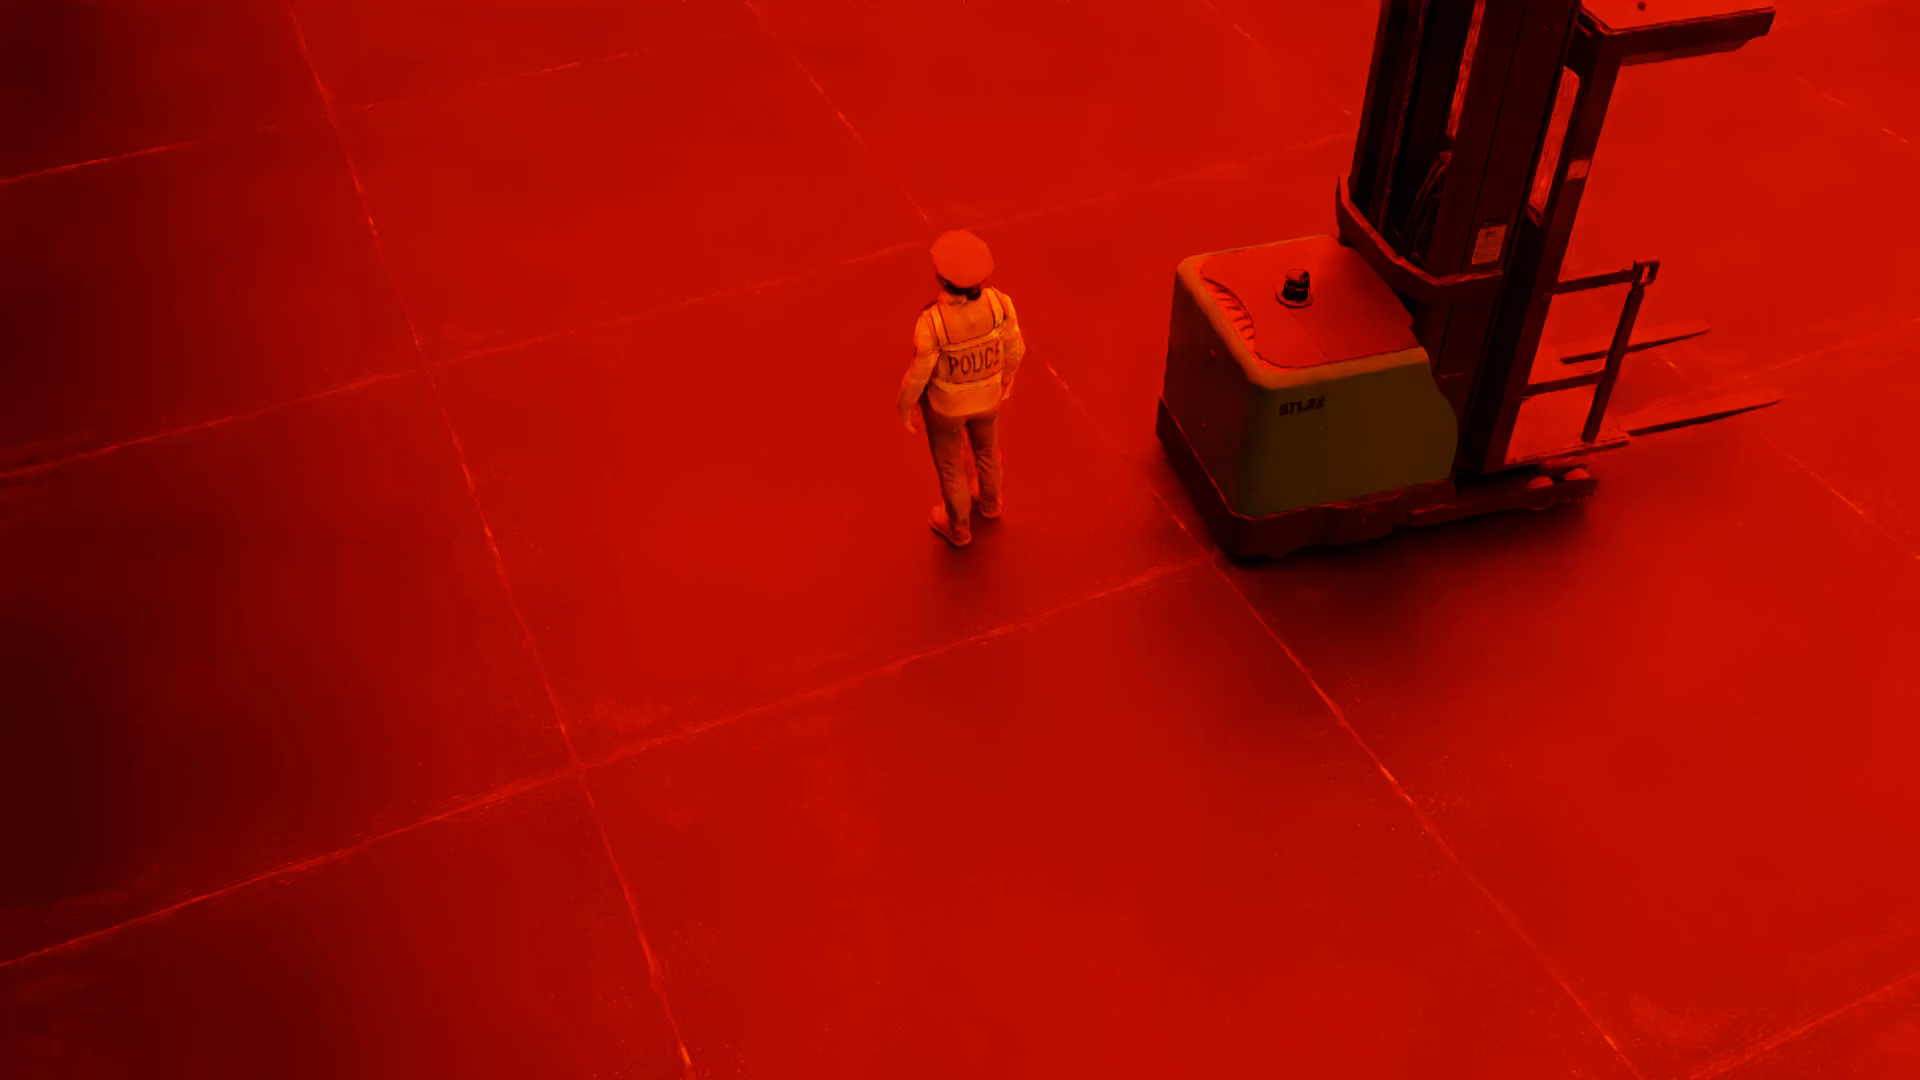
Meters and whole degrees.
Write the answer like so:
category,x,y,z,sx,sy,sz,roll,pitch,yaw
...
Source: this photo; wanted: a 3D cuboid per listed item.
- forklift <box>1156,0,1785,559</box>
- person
category,x,y,z,sx,sy,sz,roll,pitch,yaw
forklift,2.553,-1.550,7.341,3.031,2.935,1.130,-11,44,-12
person,-0.022,-0.669,7.292,0.586,1.695,0.532,-18,46,-18
